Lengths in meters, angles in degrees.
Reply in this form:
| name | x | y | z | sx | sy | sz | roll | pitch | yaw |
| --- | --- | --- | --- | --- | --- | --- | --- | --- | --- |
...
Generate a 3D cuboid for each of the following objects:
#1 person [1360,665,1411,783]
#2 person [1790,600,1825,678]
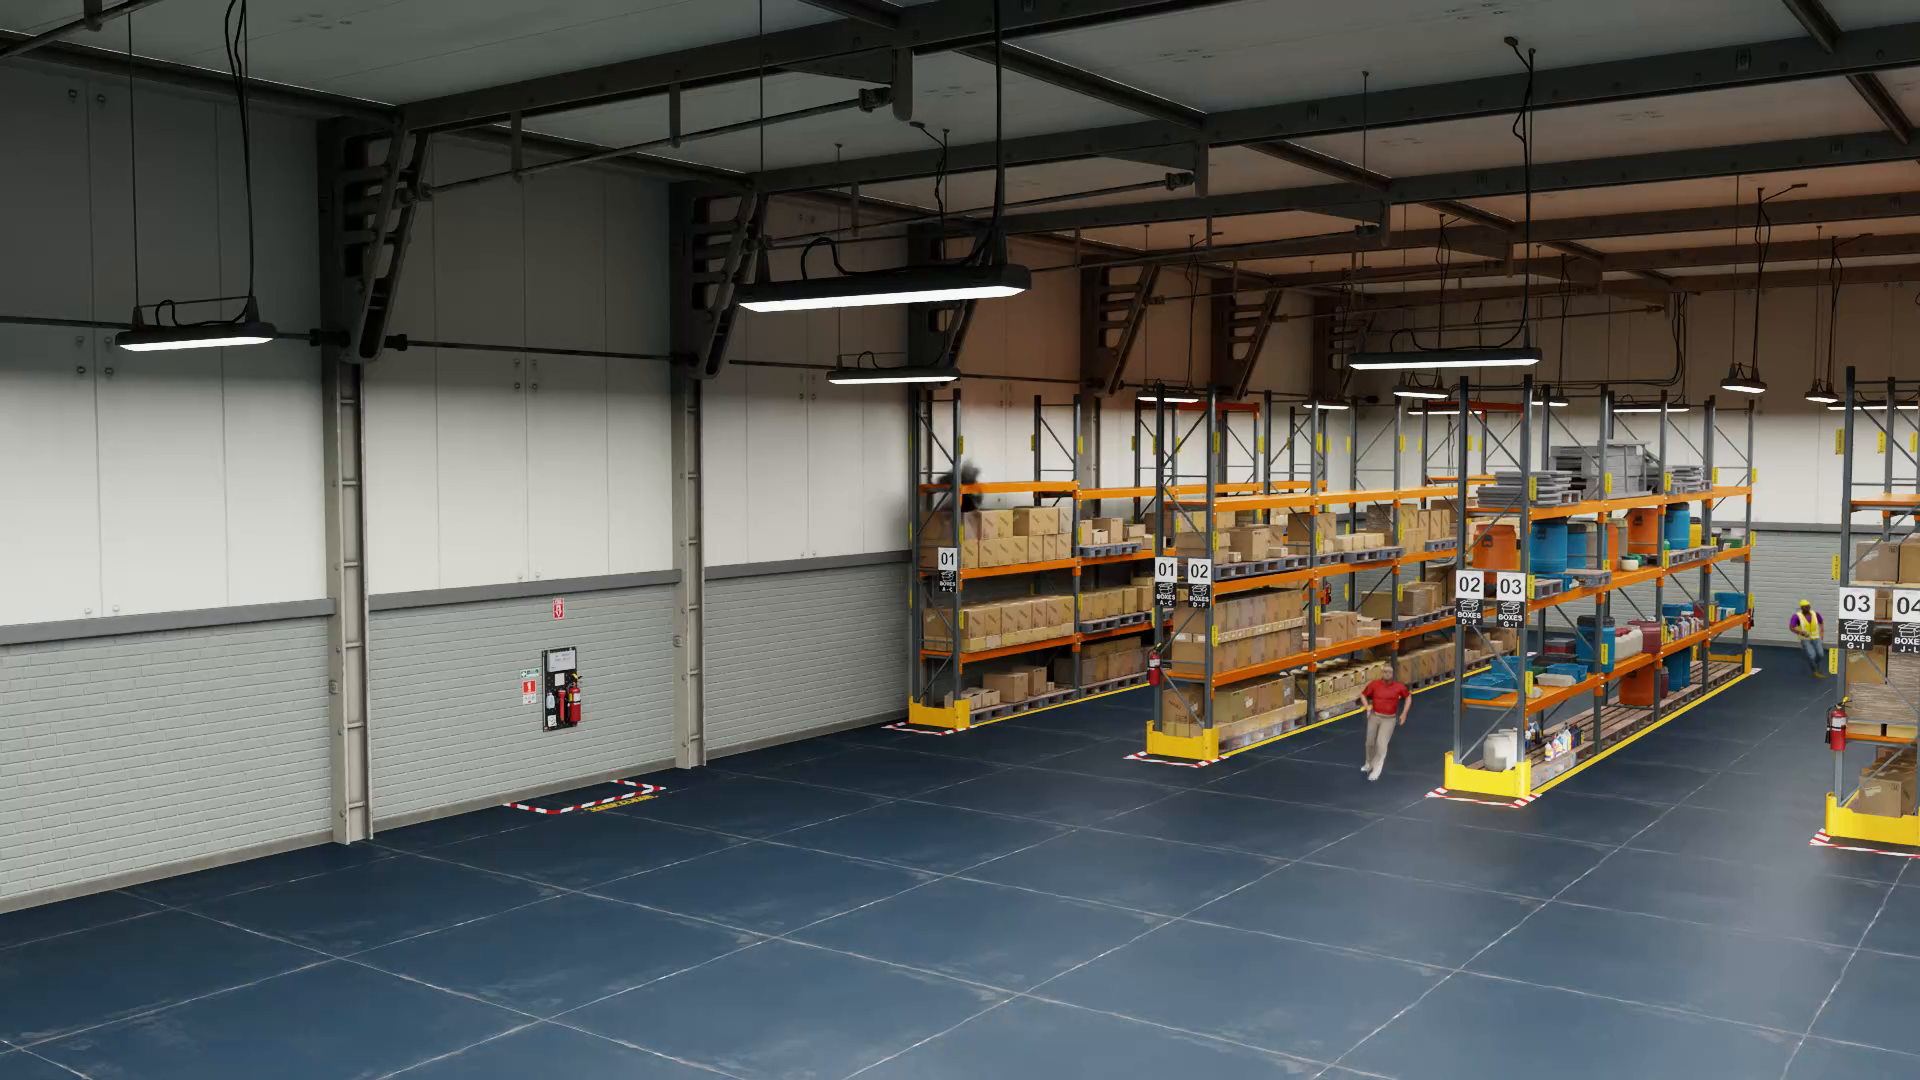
| name | x | y | z | sx | sy | sz | roll | pitch | yaw |
| --- | --- | --- | --- | --- | --- | --- | --- | --- | --- |
| person | 6.345 | 2.746 | 24.953 | 0.739 | 1.764 | 0.766 | 2 | 4 | 26 |
| person | 18.230 | 2.119 | 35.726 | 0.737 | 1.683 | 0.532 | 1 | 3 | 10 |
